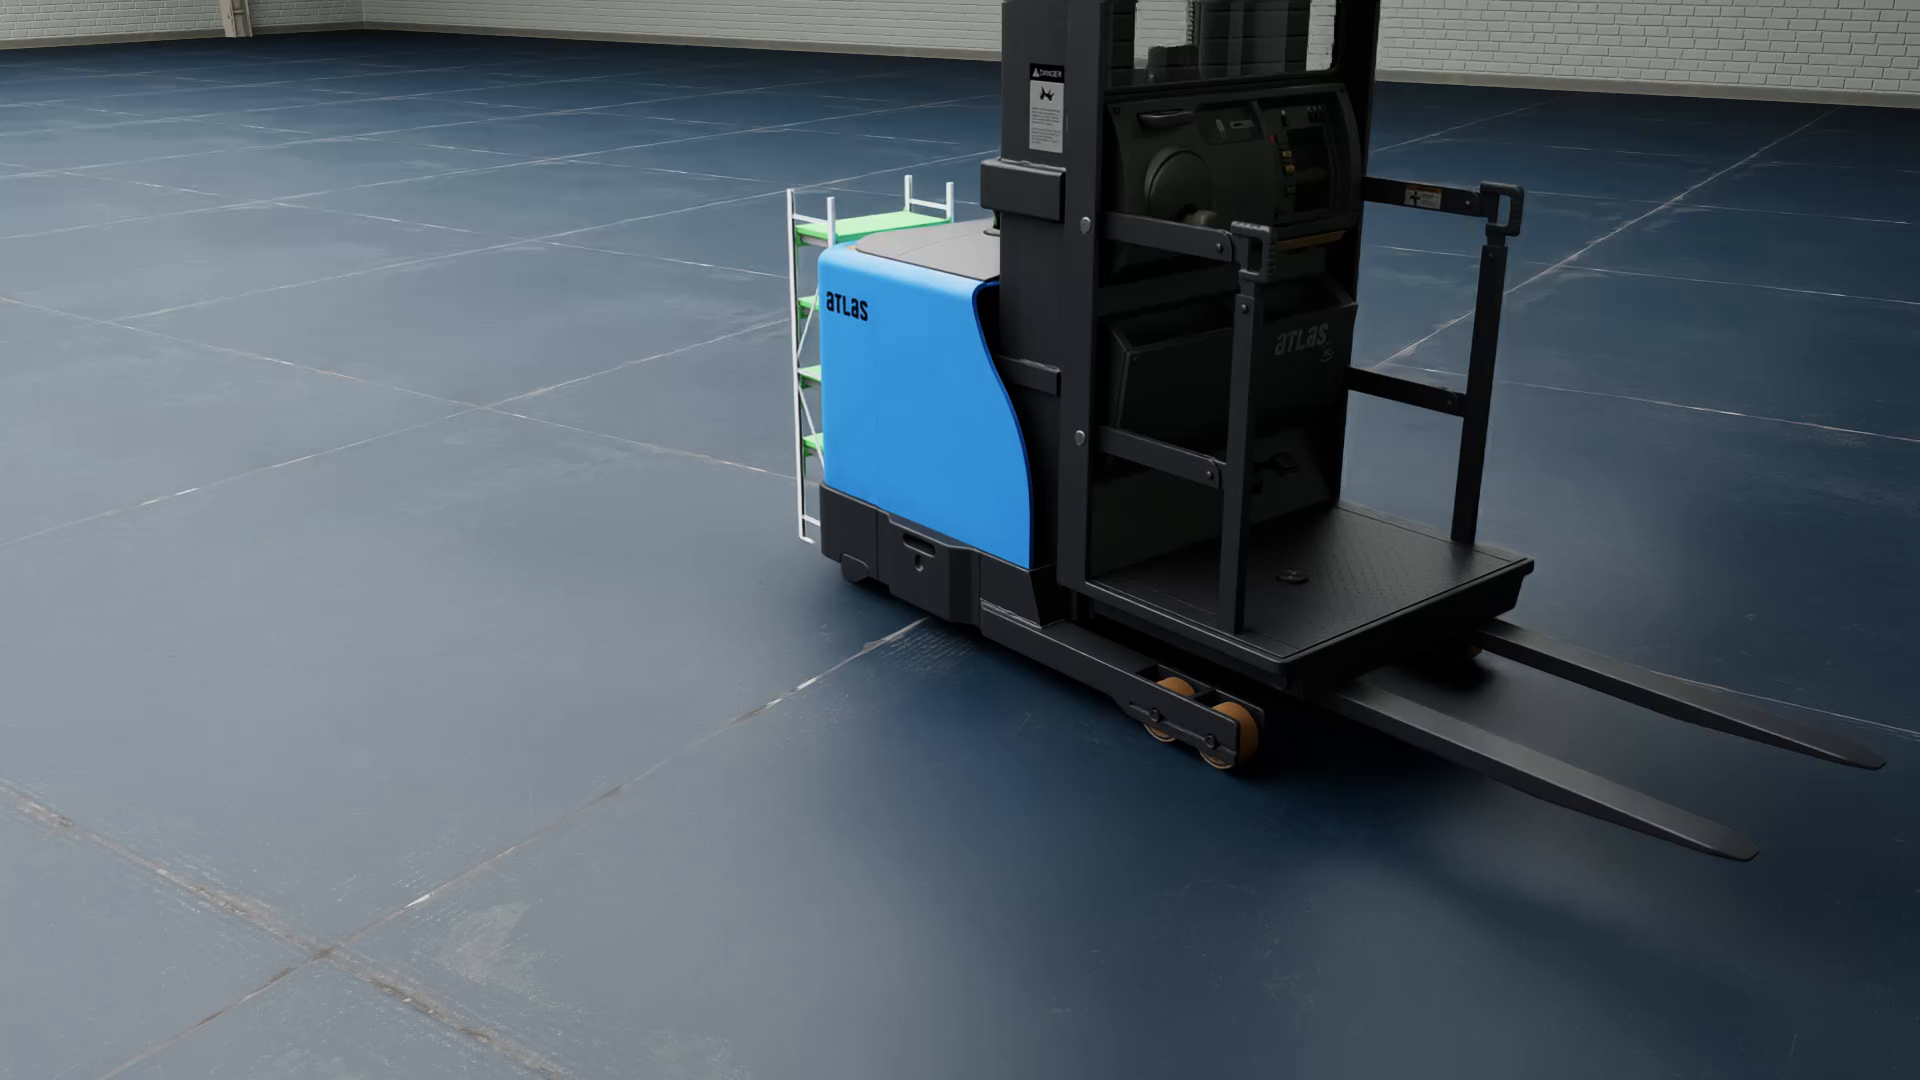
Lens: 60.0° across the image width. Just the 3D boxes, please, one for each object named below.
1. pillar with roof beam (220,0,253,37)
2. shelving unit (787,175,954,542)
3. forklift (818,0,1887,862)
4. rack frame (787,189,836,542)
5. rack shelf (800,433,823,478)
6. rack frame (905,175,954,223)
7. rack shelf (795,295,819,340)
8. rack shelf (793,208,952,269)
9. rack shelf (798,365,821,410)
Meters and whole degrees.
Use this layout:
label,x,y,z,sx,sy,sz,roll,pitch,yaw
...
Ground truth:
label,x,y,z,sx,sy,sz,roll,pitch,yaw
pillar with roof beam,-10.234,-13.013,27.974,9.100,9.000,0.400,13,24,32
shelving unit,-0.289,-0.593,5.640,0.503,1.200,0.258,-17,26,-38
forklift,0.876,-0.993,4.225,1.130,2.935,3.031,-16,26,-37
rack frame,-0.475,-0.538,5.491,0.015,1.200,0.240,-17,26,-38
rack shelf,-0.289,-0.308,5.745,0.480,0.148,0.258,-17,26,-38
rack frame,-0.104,-0.648,5.788,0.015,1.200,0.240,-17,26,-38
rack shelf,-0.289,-0.759,5.578,0.480,0.148,0.258,-17,26,-38
rack shelf,-0.289,-0.984,5.495,0.480,0.148,0.258,-17,26,-38
rack shelf,-0.289,-0.533,5.662,0.480,0.148,0.258,-17,26,-38
